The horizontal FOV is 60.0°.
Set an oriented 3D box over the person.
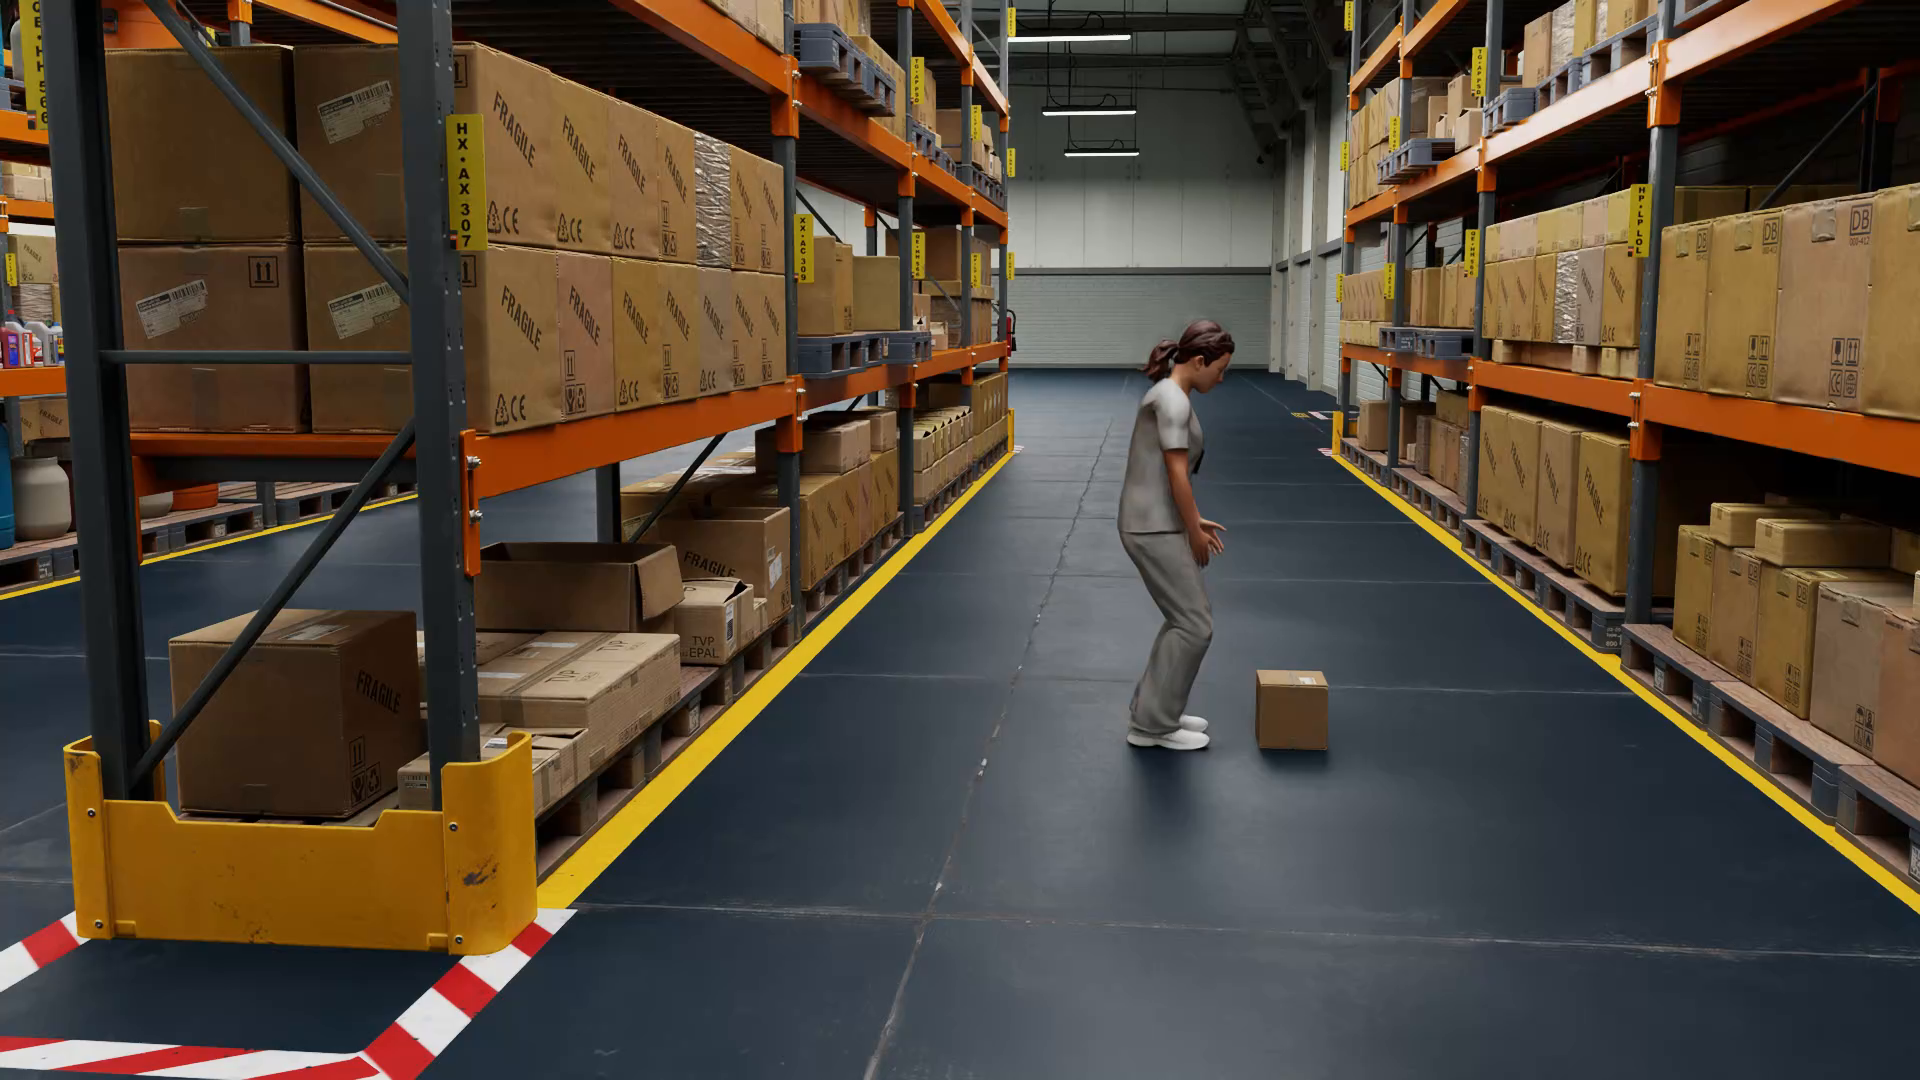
[{"bbox_3d":[0.813,-0.028,6.316,0.426,1.603,0.468,1,8,8],"label":"person"}]
